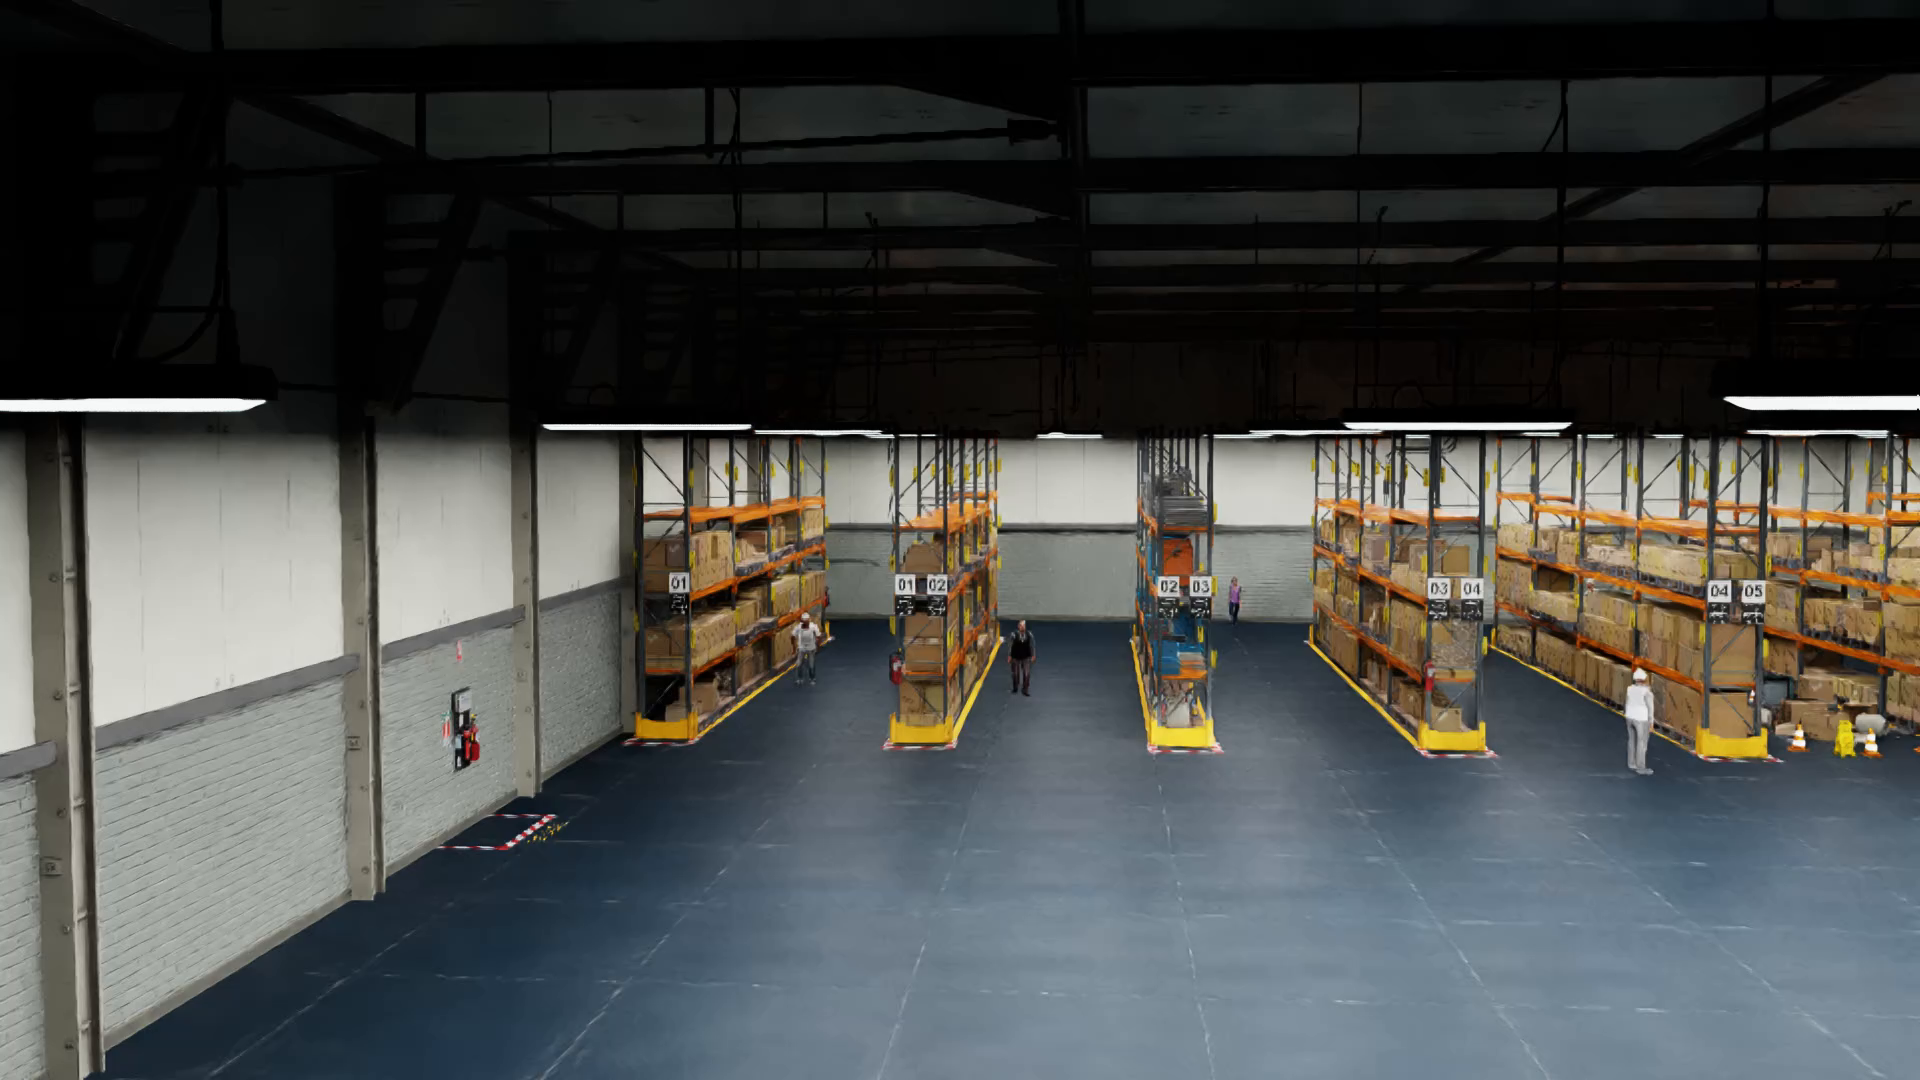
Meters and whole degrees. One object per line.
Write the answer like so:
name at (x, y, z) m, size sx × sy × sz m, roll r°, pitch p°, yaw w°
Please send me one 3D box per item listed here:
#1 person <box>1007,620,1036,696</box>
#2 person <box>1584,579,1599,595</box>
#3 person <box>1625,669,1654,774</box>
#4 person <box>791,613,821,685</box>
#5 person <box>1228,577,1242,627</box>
person at (1.373, 2.631, 37.459) m, size 0.662 × 1.688 × 0.678 m, roll 0°, pitch 3°, yaw -4°
person at (18.074, 1.992, 47.477) m, size 0.620 × 1.784 × 0.566 m, roll -2°, pitch 4°, yaw -29°
person at (11.733, 3.099, 28.635) m, size 0.450 × 1.776 × 0.584 m, roll -2°, pitch 4°, yaw -26°
person at (-3.595, 2.542, 38.806) m, size 0.719 × 1.714 × 0.578 m, roll 0°, pitch 3°, yaw 3°
person at (8.453, 1.884, 51.100) m, size 0.416 × 1.525 × 1.034 m, roll 0°, pitch 3°, yaw 3°
